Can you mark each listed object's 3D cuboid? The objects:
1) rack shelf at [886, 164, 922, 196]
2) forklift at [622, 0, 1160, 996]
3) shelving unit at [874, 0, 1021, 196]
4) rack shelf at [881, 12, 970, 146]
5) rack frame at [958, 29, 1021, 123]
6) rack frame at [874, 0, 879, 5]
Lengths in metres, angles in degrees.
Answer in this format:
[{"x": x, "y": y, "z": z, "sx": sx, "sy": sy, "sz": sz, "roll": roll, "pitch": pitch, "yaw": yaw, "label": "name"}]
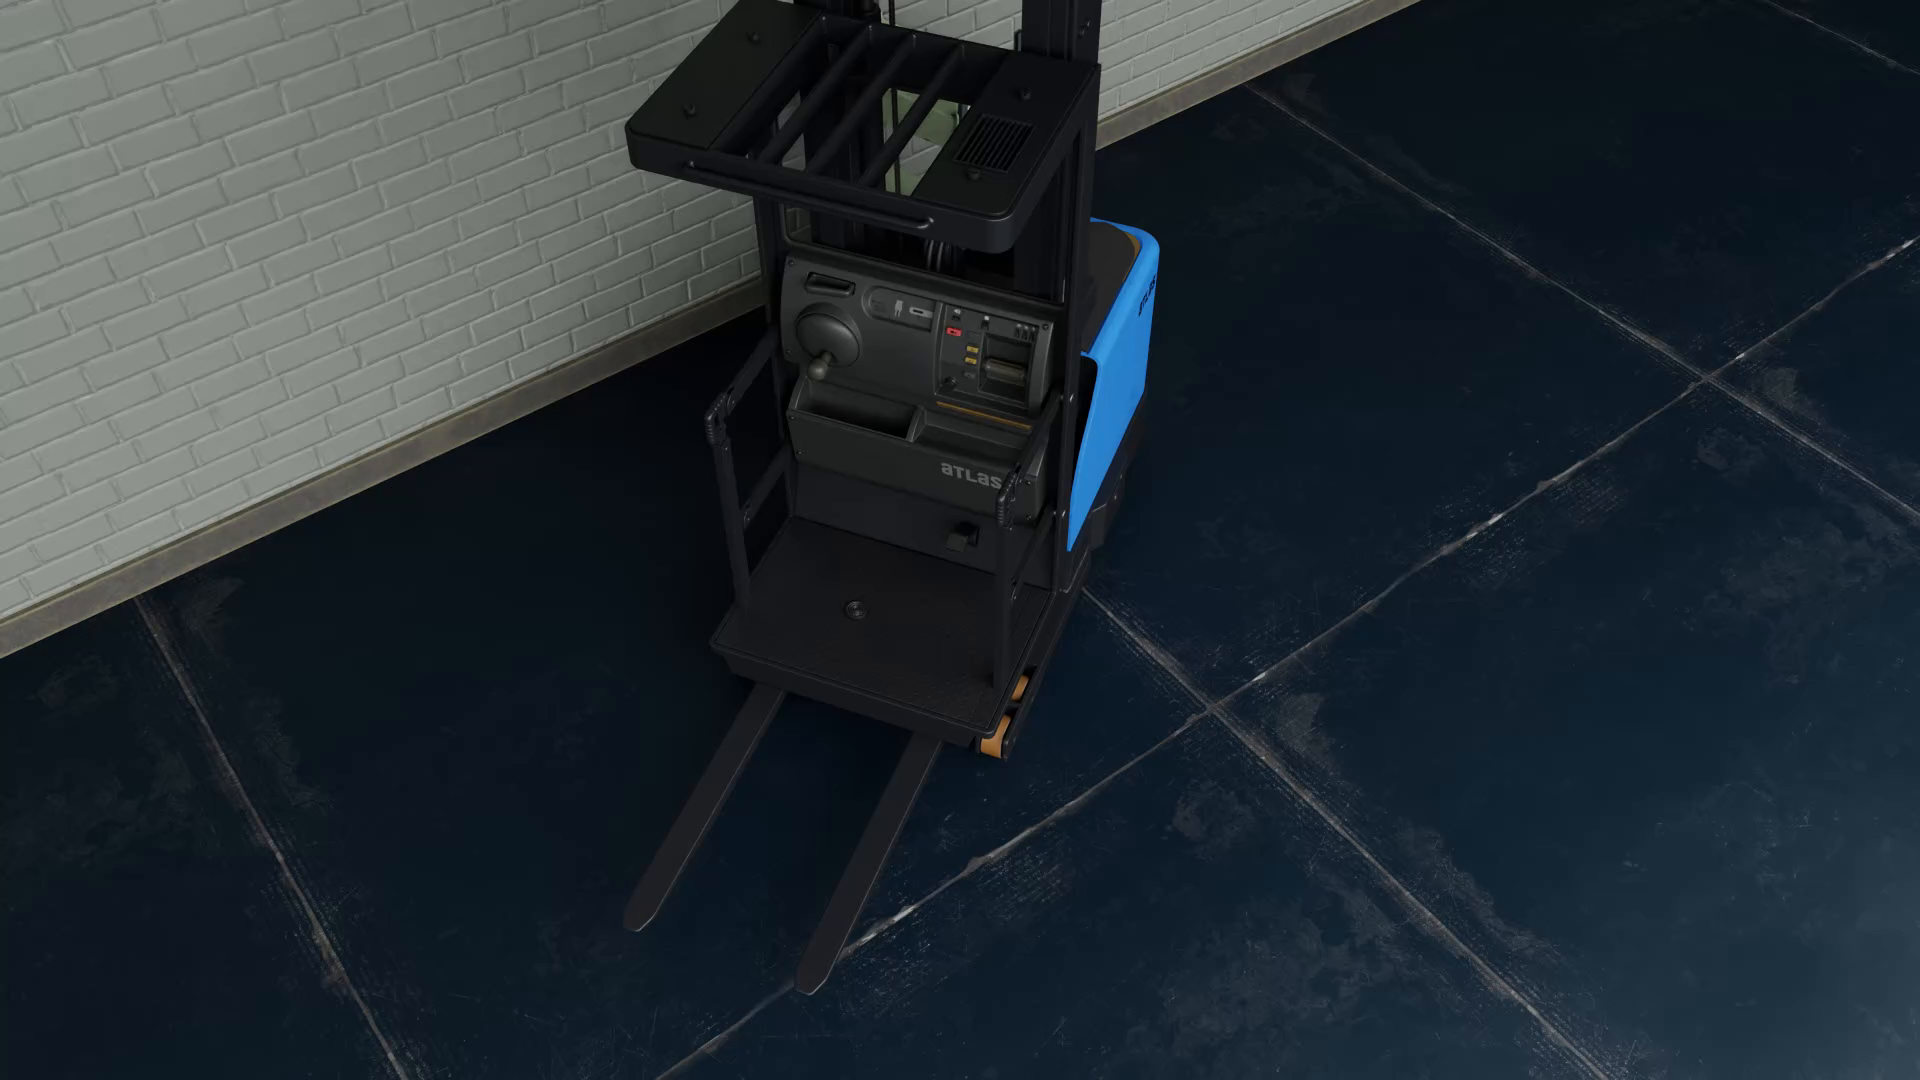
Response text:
[{"x": -0.172, "y": -1.330, "z": 7.382, "sx": 0.720, "sy": 0.370, "sz": 0.431, "roll": 29, "pitch": 54, "yaw": 24, "label": "rack shelf"}, {"x": -0.225, "y": -0.554, "z": 5.273, "sx": 1.130, "sy": 2.935, "sz": 3.031, "roll": 16, "pitch": 50, "yaw": 14, "label": "forklift"}, {"x": -0.172, "y": -1.549, "z": 7.141, "sx": 0.755, "sy": 1.500, "sz": 0.431, "roll": 29, "pitch": 54, "yaw": 24, "label": "shelving unit"}, {"x": -0.172, "y": -1.811, "z": 6.852, "sx": 0.720, "sy": 0.370, "sz": 0.431, "roll": 29, "pitch": 54, "yaw": 24, "label": "rack shelf"}, {"x": 0.122, "y": -1.387, "z": 6.994, "sx": 0.023, "sy": 1.500, "sz": 0.400, "roll": 29, "pitch": 54, "yaw": 24, "label": "rack frame"}, {"x": -0.465, "y": -1.711, "z": 7.288, "sx": 0.023, "sy": 1.500, "sz": 0.400, "roll": 29, "pitch": 54, "yaw": 24, "label": "rack frame"}]
